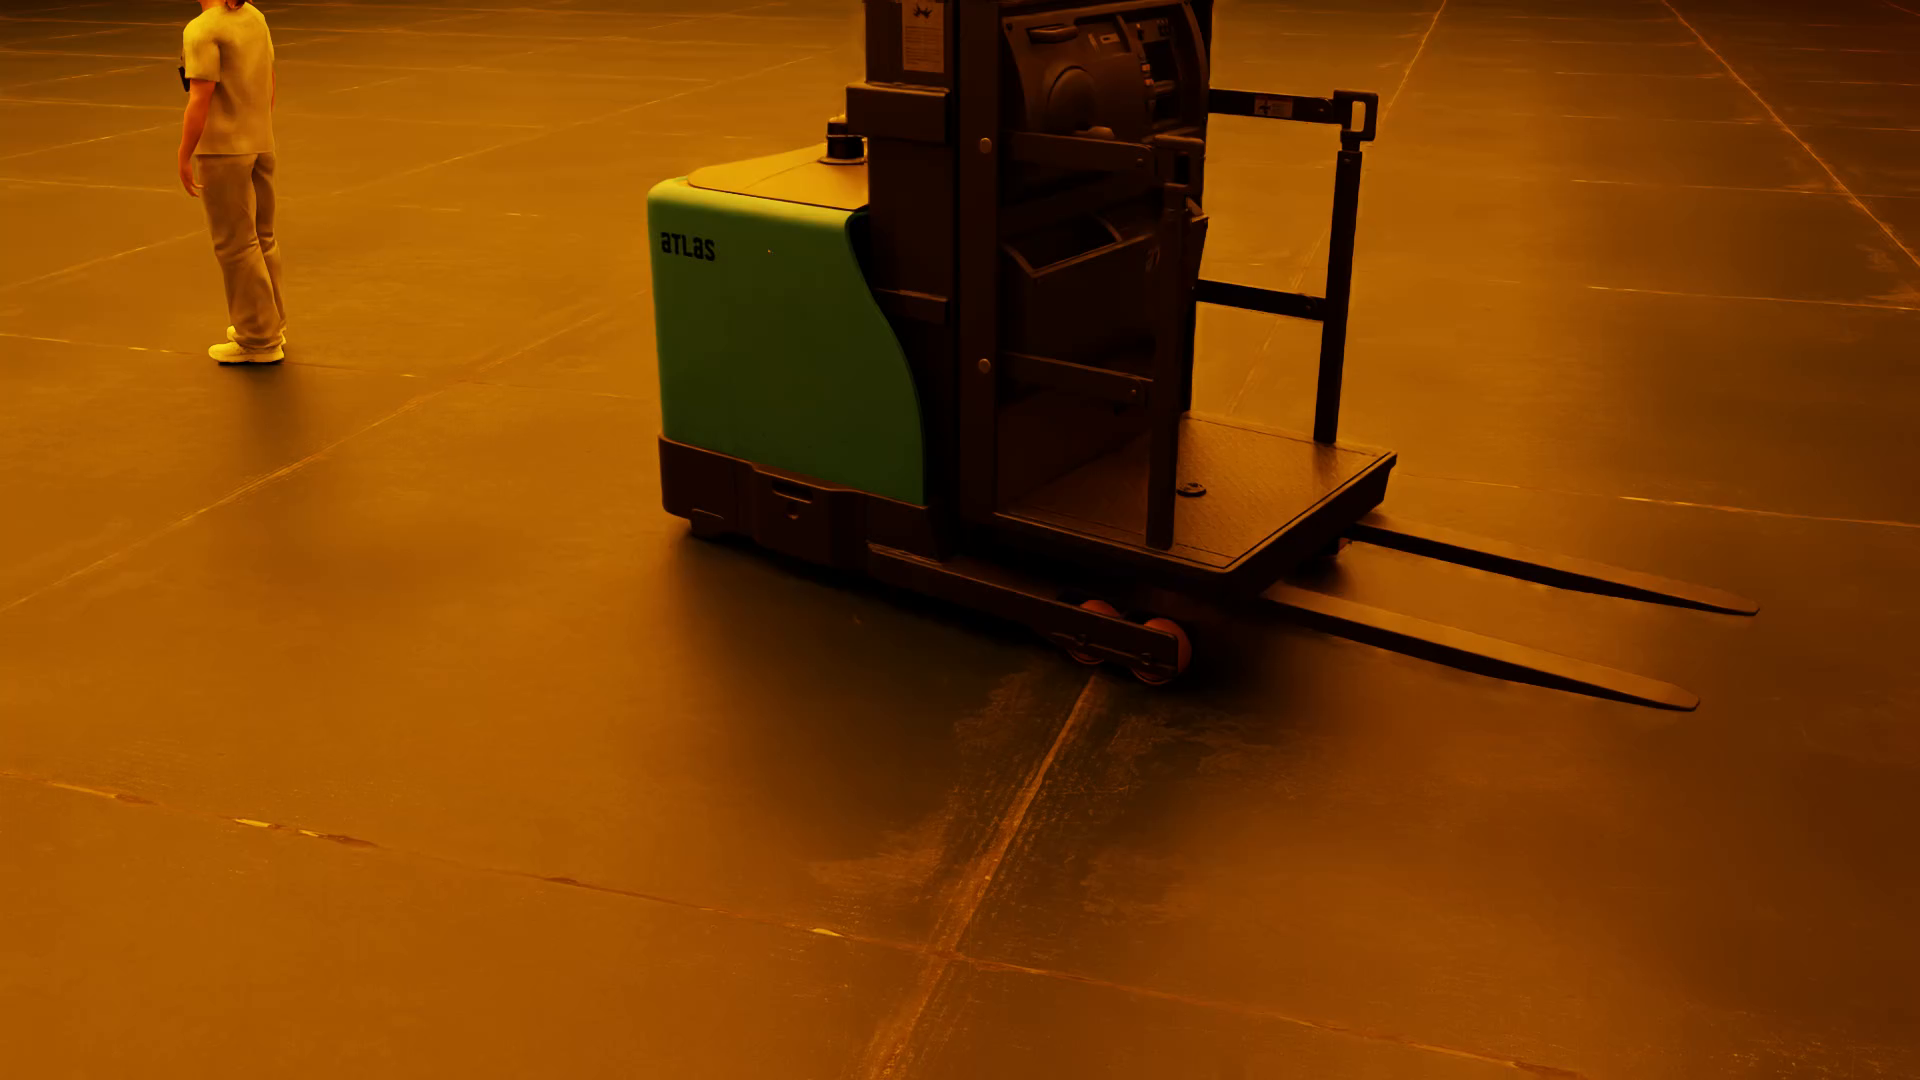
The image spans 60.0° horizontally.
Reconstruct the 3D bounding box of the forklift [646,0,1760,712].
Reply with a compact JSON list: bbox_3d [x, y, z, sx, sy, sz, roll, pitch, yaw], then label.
[{"bbox_3d":[0.566,-1.217,4.226,3.031,2.935,1.130,15,27,32],"label":"forklift"}]

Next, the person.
[{"bbox_3d":[-2.943,-1.529,6.610,0.549,1.675,0.549,5,23,11],"label":"person"}]
